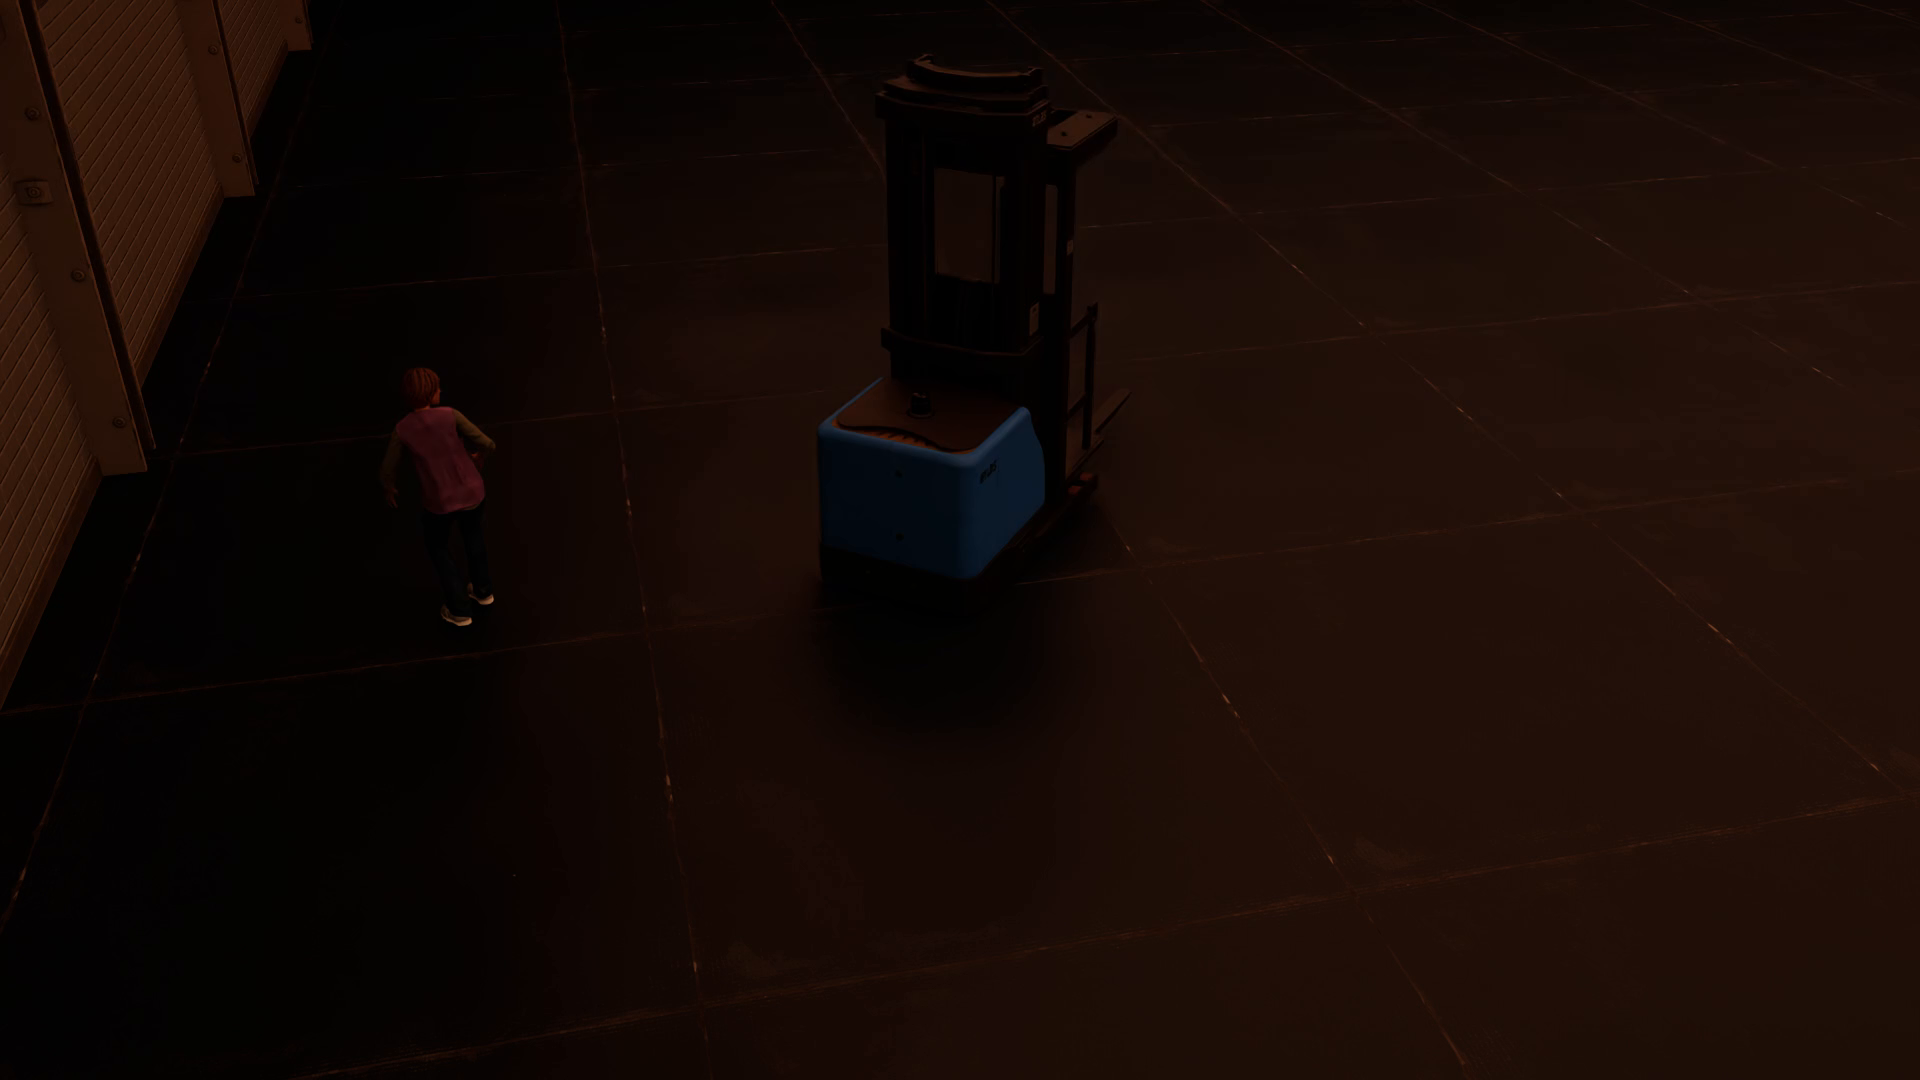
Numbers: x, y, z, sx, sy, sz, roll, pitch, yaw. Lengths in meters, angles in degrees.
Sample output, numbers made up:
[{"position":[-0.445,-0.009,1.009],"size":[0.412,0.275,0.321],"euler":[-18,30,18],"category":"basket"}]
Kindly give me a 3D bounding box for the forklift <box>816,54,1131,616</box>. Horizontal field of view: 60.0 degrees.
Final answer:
[{"position":[0.261,-1.546,10.245],"size":[1.130,2.935,3.031],"euler":[14,33,22],"category":"forklift"}]

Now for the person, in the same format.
[{"position":[-2.923,-0.247,9.394],"size":[0.632,1.557,0.449],"euler":[-16,34,-25],"category":"person"}]
